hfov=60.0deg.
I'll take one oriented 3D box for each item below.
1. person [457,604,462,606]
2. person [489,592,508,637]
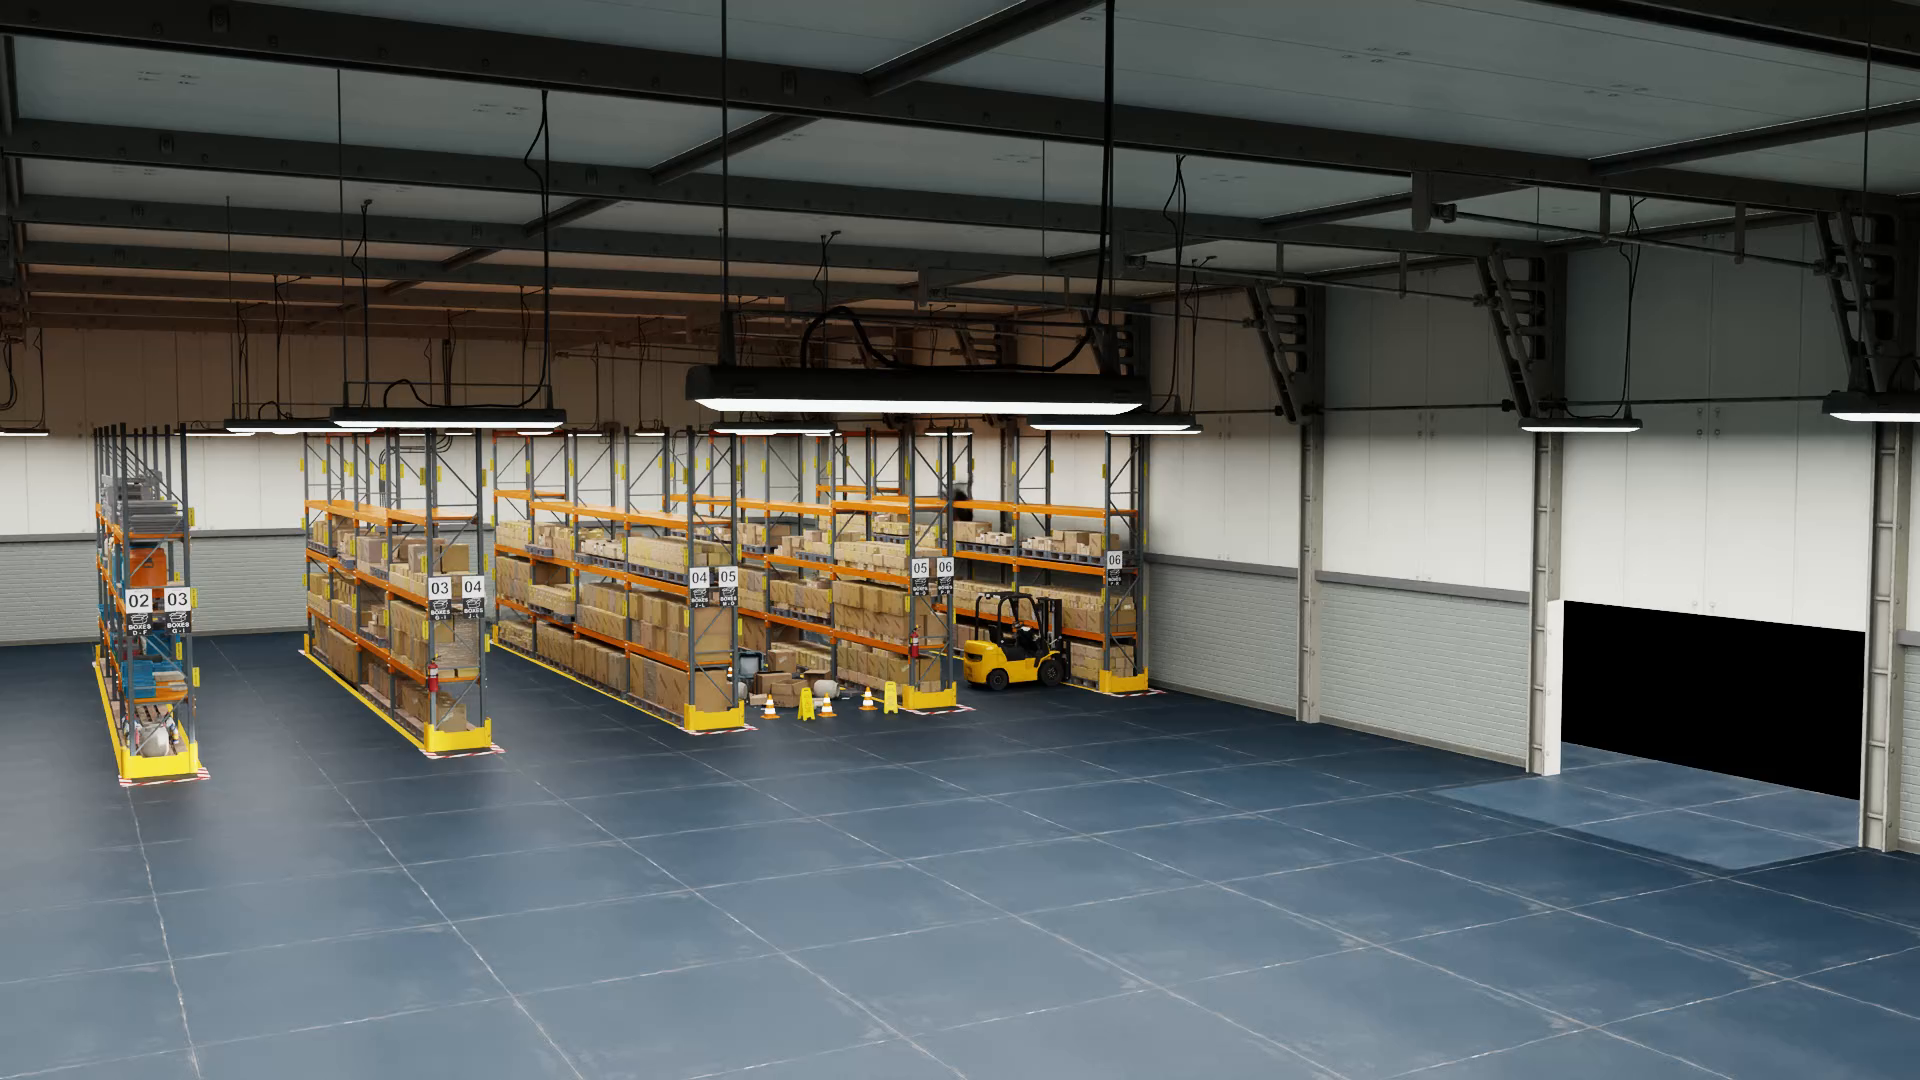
[{"bbox_3d":[-14.064,2.136,45.943,0.649,1.652,0.607,0,3,-3],"label":"person"},{"bbox_3d":[-13.219,1.921,47.920,0.865,1.748,0.673,-3,5,-44],"label":"person"}]
